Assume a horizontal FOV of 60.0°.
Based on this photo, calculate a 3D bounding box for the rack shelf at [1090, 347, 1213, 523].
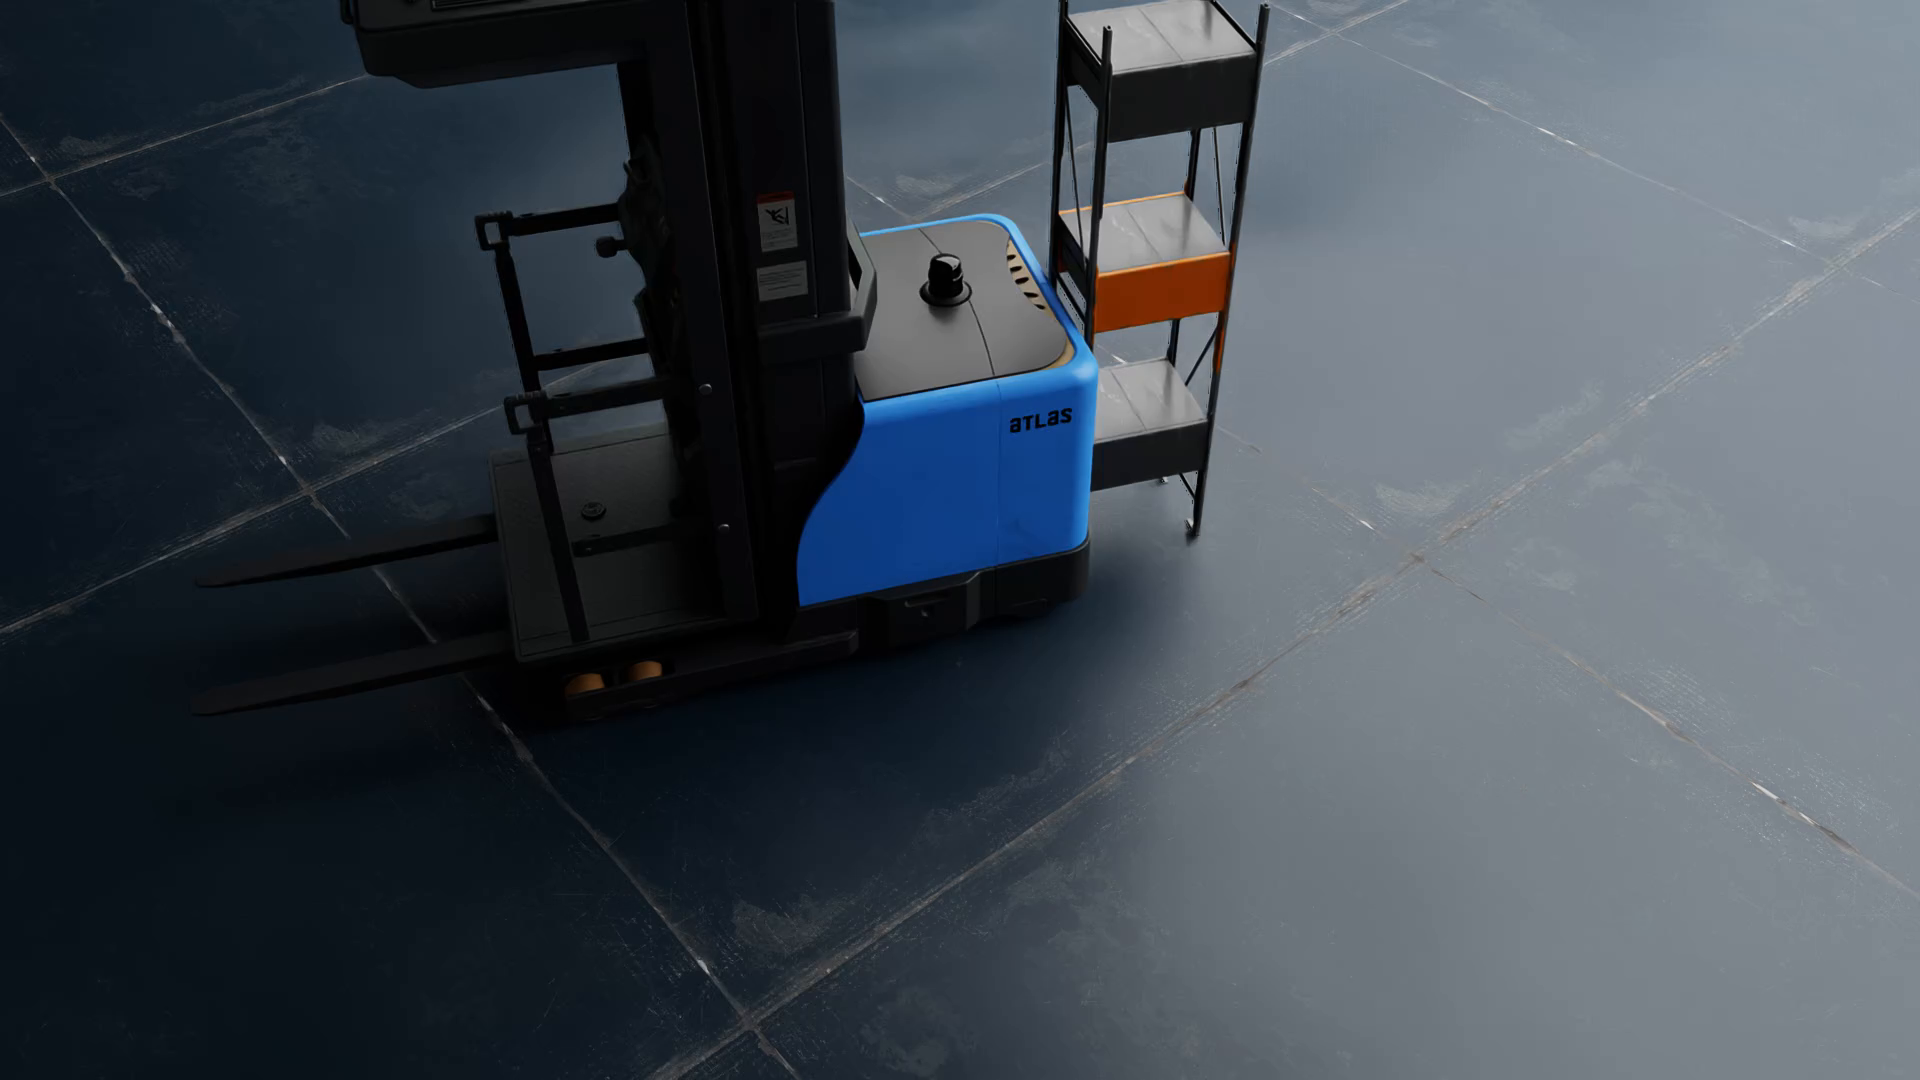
[{"bbox_3d":[0.603,-0.343,6.123,0.480,0.518,0.431,-12,44,-12],"label":"rack shelf"}]

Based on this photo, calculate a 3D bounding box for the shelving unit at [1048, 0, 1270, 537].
[{"bbox_3d":[0.603,-0.863,5.635,0.503,2.100,0.431,-12,44,-12],"label":"shelving unit"}]

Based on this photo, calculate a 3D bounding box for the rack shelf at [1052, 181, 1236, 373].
[{"bbox_3d":[0.603,-0.853,5.644,0.480,0.518,0.431,-12,44,-12],"label":"rack shelf"}]

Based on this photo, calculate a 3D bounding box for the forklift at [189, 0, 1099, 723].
[{"bbox_3d":[-1.117,-0.864,5.029,3.031,2.935,1.130,-12,44,-12],"label":"forklift"}]

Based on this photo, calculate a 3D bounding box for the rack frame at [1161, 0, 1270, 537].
[{"bbox_3d":[0.837,-0.911,5.686,0.015,2.100,0.400,-12,44,-12],"label":"rack frame"}]

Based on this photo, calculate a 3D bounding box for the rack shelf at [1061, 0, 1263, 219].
[{"bbox_3d":[0.603,-1.363,5.165,0.480,0.518,0.431,-12,44,-12],"label":"rack shelf"}]

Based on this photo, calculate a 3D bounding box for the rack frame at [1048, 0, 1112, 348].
[{"bbox_3d":[0.369,-0.815,5.584,0.015,2.100,0.400,-12,44,-12],"label":"rack frame"}]
